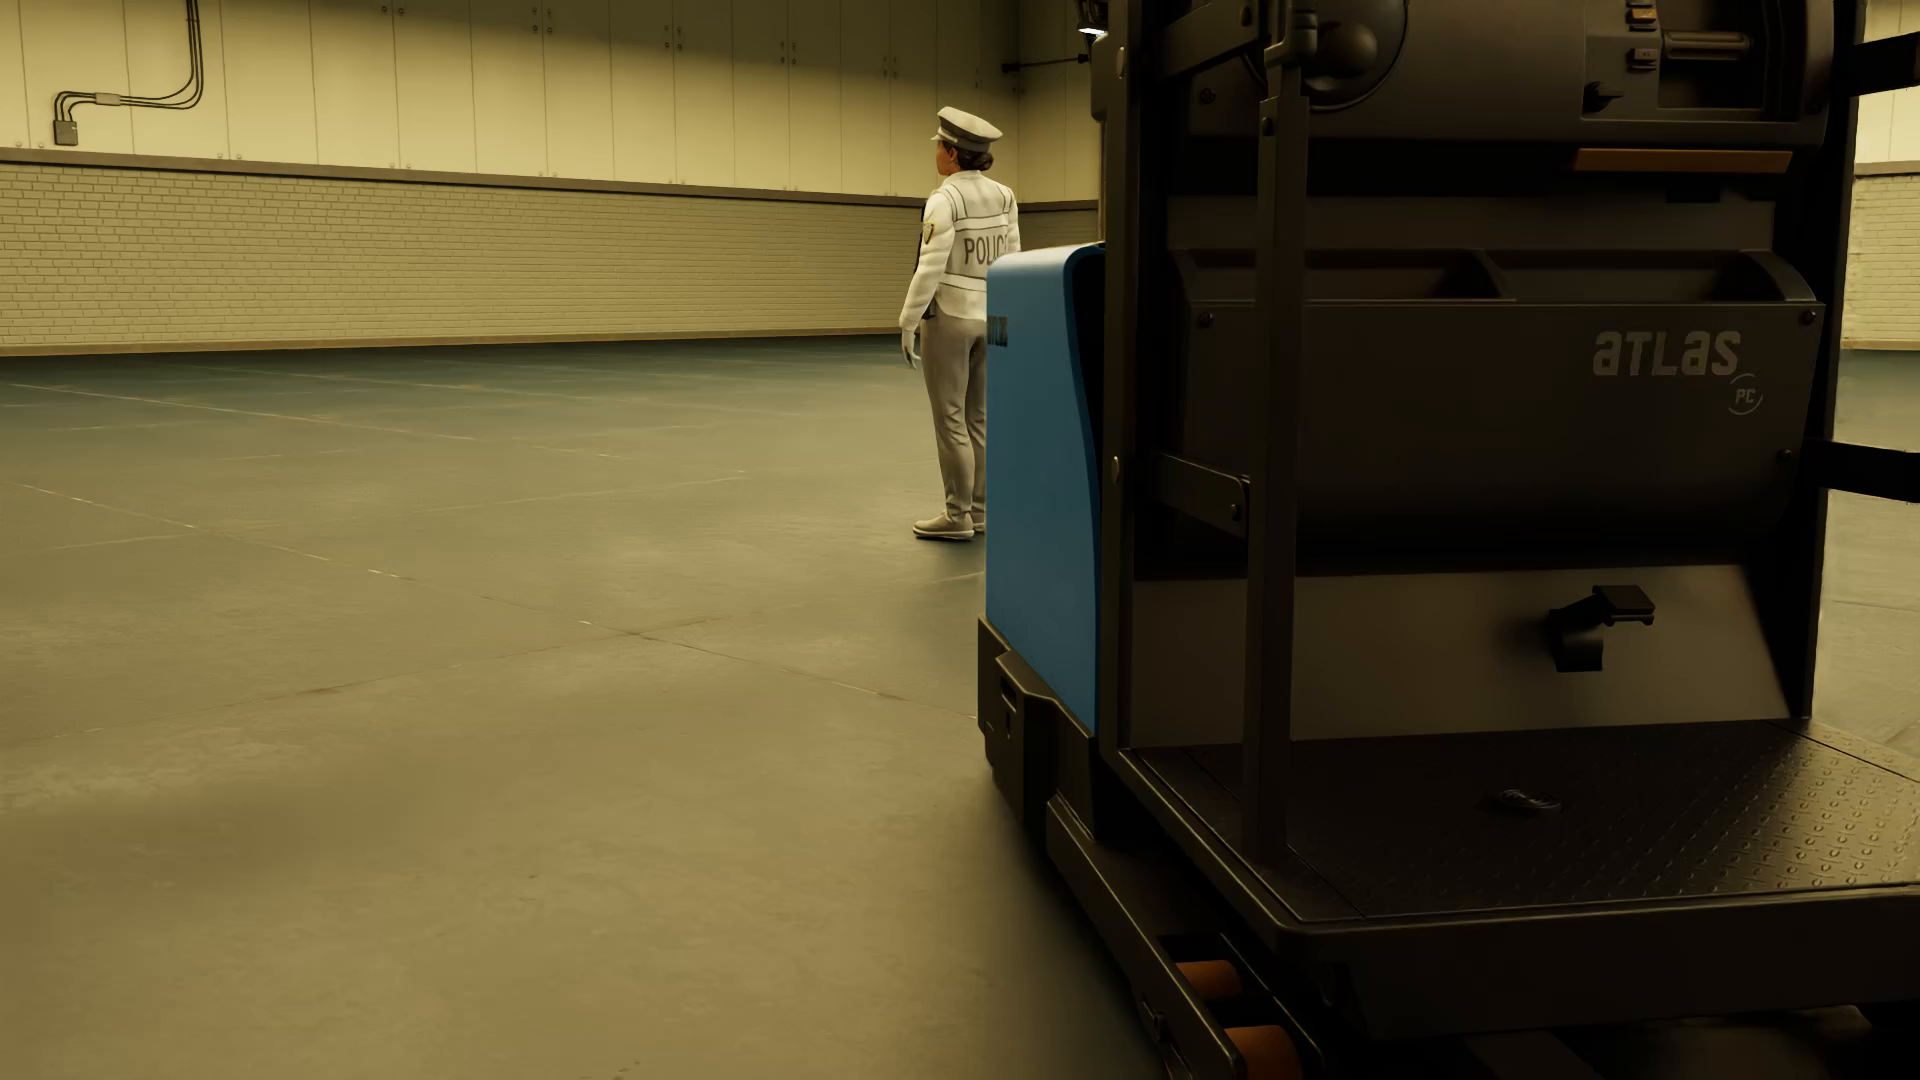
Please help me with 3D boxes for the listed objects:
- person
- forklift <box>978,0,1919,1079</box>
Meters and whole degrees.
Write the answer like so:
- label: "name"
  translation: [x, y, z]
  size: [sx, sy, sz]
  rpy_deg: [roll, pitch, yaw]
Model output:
- label: "person"
  translation: [-0.045, -0.853, 6.642]
  size: [0.530, 1.694, 0.587]
  rpy_deg: [8, 12, 43]
- label: "forklift"
  translation: [0.788, -0.782, 2.066]
  size: [1.130, 2.935, 3.031]
  rpy_deg: [-1, 9, -9]
